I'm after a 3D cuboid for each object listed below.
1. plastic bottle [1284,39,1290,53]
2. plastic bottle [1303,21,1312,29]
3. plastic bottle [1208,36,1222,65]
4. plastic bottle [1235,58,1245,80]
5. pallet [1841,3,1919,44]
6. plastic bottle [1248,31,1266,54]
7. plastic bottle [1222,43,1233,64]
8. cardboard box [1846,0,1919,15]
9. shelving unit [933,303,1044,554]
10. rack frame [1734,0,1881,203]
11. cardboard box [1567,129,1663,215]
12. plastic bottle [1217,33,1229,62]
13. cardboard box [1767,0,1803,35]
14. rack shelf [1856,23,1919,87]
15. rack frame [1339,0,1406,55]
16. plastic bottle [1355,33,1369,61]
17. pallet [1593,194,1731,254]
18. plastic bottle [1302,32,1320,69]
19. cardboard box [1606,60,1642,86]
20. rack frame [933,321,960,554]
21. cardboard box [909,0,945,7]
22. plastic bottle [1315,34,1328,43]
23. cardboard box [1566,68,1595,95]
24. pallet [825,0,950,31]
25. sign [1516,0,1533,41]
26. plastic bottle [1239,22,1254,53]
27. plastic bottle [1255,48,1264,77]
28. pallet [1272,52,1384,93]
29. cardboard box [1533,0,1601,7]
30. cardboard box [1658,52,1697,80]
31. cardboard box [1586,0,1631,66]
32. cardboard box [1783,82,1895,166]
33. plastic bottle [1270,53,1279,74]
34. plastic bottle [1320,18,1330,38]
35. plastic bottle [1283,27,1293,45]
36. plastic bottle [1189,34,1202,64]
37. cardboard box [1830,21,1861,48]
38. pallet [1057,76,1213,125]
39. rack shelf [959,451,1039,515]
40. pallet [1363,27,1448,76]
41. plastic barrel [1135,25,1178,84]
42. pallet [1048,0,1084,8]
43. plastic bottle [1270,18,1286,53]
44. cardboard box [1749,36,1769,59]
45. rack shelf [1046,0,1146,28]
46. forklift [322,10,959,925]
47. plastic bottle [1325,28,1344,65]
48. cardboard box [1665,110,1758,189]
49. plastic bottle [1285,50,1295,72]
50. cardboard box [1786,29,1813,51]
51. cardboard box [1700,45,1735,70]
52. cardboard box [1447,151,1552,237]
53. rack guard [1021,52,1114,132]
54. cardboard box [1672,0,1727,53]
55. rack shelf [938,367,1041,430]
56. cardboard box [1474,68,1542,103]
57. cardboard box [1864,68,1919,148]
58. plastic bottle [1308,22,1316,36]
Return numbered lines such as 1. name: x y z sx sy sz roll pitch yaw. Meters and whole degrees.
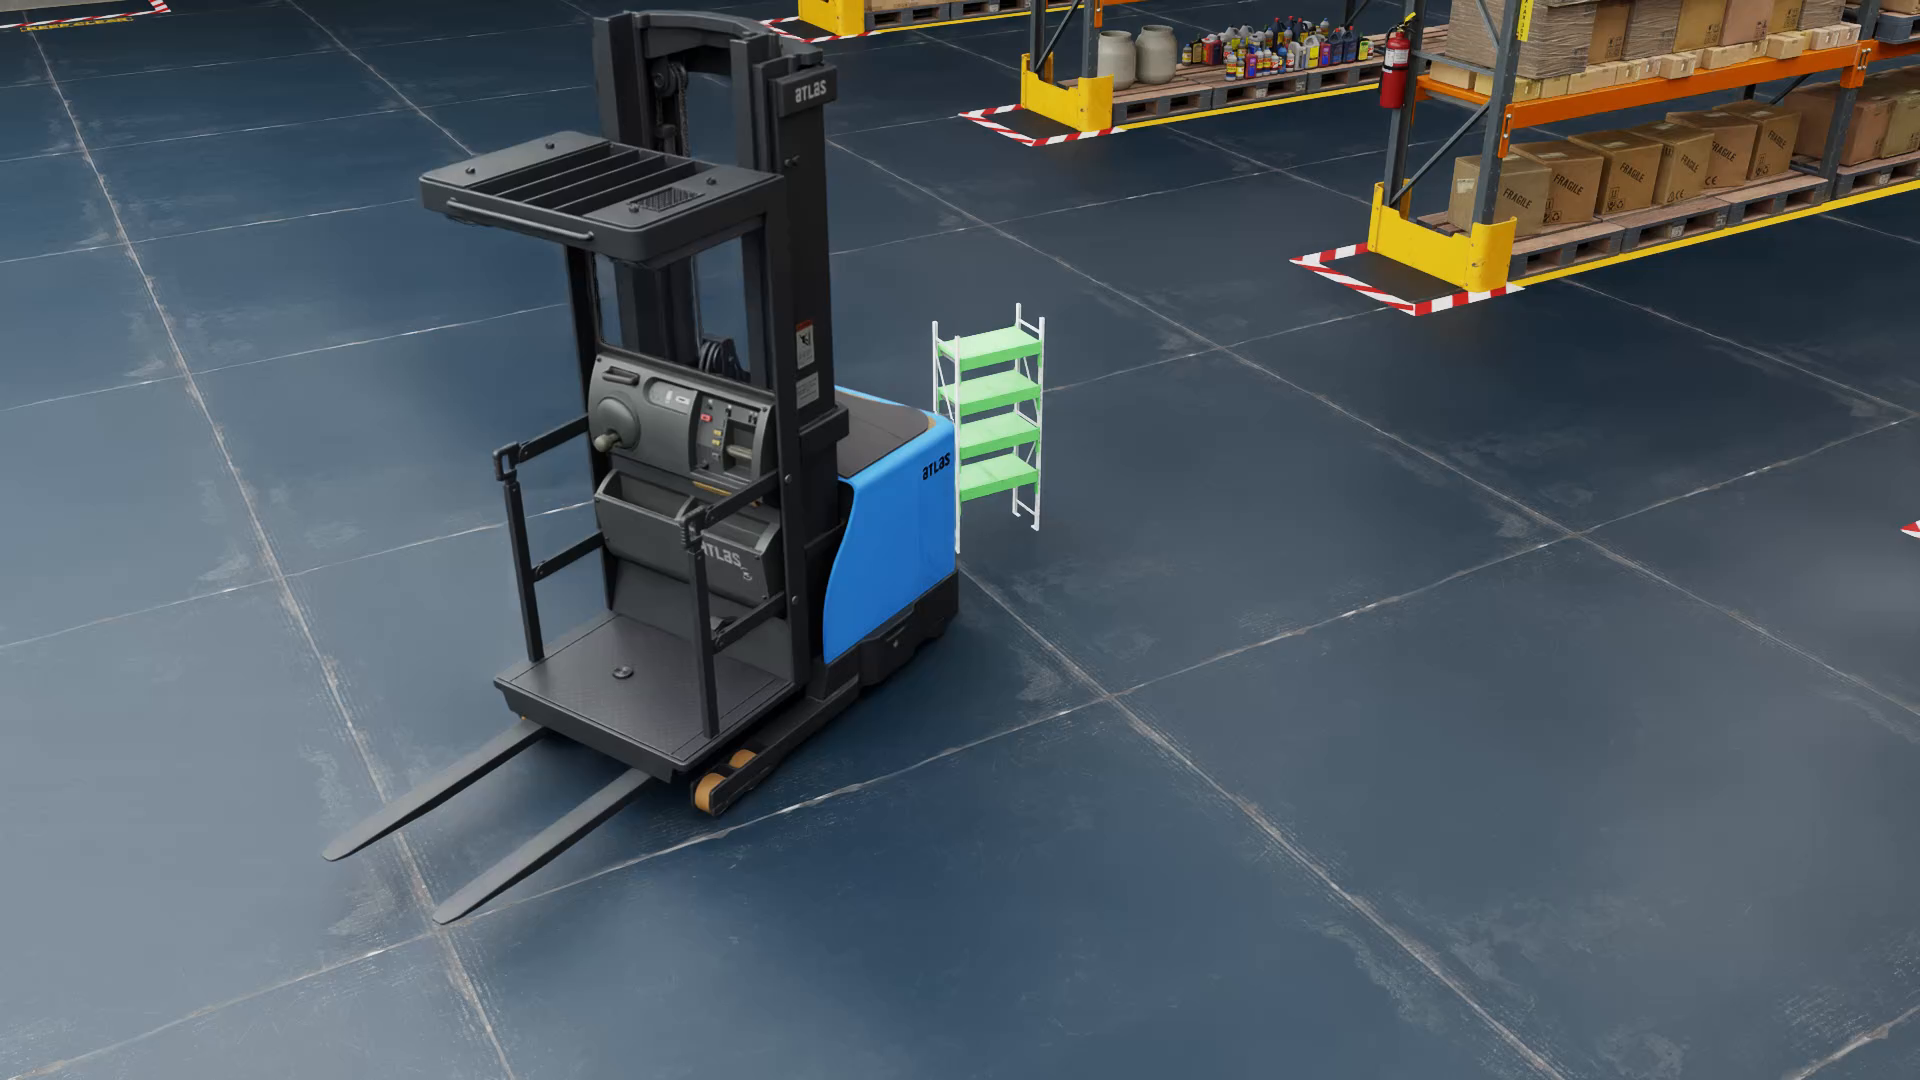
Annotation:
1. plastic bottle: 3.384 -4.997 17.056 0.133 0.283 0.061 -16 33 -26
2. plastic bottle: 3.672 -5.405 17.804 0.135 0.276 0.152 -15 32 -25
3. plastic bottle: 2.632 -5.054 17.159 0.133 0.283 0.061 -16 33 -26
4. plastic bottle: 2.796 -4.719 16.637 0.097 0.201 0.097 0 29 0
5. pallet: 7.676 -4.370 13.763 1.213 0.211 1.003 -16 33 -26
6. plastic bottle: 3.095 -5.161 17.361 0.135 0.276 0.152 -16 33 -26
7. plastic bottle: 2.777 -5.049 17.234 0.097 0.201 0.097 0 29 0
8. cardboard box: 7.699 -4.911 13.488 1.000 1.000 1.000 -16 33 -26
9. shelving unit: 0.143 -0.566 8.534 0.503 1.200 0.258 -16 33 -26
10. rack frame: 6.943 -4.328 13.488 0.127 3.000 1.000 -16 33 -26
11. cardboard box: 5.089 -2.890 13.035 0.500 0.500 0.500 -13 31 -22
12. plastic bottle: 2.697 -5.129 17.302 0.135 0.276 0.152 -17 33 -28
13. cardboard box: 6.075 -4.310 13.044 0.500 0.500 0.875 -16 33 -26
14. rack shelf: 8.667 -4.503 14.549 4.000 0.370 1.077 -16 33 -26
15. rack frame: 4.434 -6.391 17.227 0.127 3.000 1.000 -16 33 -26
16. plastic bottle: 4.186 -5.139 17.314 0.133 0.283 0.061 -14 32 -24
17. pallet: 5.329 -2.627 13.292 1.213 0.211 1.003 -16 33 -26
18. plastic bottle: 3.581 -5.020 17.029 0.185 0.351 0.144 -16 33 -27
19. cardboard box: 4.734 -3.446 12.149 0.250 0.149 0.380 -16 33 -26
20. rack frame: -0.068 -0.506 8.425 0.015 1.200 0.240 -16 33 -26
21. cardboard box: -0.517 -6.619 20.050 0.500 0.250 0.500 -16 33 -26
22. plastic bottle: 3.762 -5.122 17.291 0.135 0.276 0.152 -16 33 -26
23. cardboard box: 4.309 -3.317 11.917 0.250 0.149 0.380 -16 33 -26
24. pallet: -0.883 -6.460 20.238 1.213 0.211 1.003 -16 33 -26
25. sign: 3.769 -3.502 11.095 0.005 0.325 0.100 -16 33 -26
26. plastic bottle: 2.998 -5.249 17.443 0.185 0.351 0.144 -16 33 -27
27. plastic bottle: 3.002 -4.808 16.726 0.097 0.271 0.097 0 29 0
28. pallet: 3.834 -5.023 17.634 1.213 0.211 1.003 -16 33 -26
29. cardboard box: 4.107 -3.982 11.414 0.500 0.500 0.500 -16 33 -26
30. cardboard box: 5.203 -3.536 12.313 0.250 0.149 0.380 -16 33 -26
31. cardboard box: 4.353 -3.818 12.153 0.500 0.500 0.875 -16 33 -26
32. cardboard box: 7.483 -3.567 14.242 0.500 0.500 0.700 -19 34 -30
33. plastic bottle: 3.173 -4.826 16.831 0.097 0.201 0.097 0 29 0
34. plastic bottle: 3.937 -5.494 17.969 0.097 0.271 0.097 0 29 0
35. plastic bottle: 3.464 -5.279 17.579 0.097 0.271 0.097 0 29 0
36. plastic bottle: 2.438 -5.084 17.214 0.133 0.283 0.061 -15 32 -25
37. cardboard box: 6.907 -4.043 13.231 0.250 0.149 0.380 -16 33 -26
38. pallet: 1.730 -4.426 16.552 1.213 0.211 1.003 -16 33 -26
39. rack shelf: 0.143 -0.300 8.680 0.480 0.148 0.258 -16 33 -26
40. pallet: 5.091 -5.379 18.278 1.213 0.211 1.003 -16 33 -26
41. plastic barrel: 1.946 -4.822 16.524 0.421 0.512 0.421 0 29 0
42. pallet: 1.221 -7.058 21.320 1.213 0.211 1.003 -16 33 -26
43. plastic bottle: 3.365 -5.353 17.632 0.185 0.351 0.144 -17 33 -28
44. cardboard box: 5.999 -3.836 12.856 0.250 0.149 0.380 -16 33 -26
45. rack shelf: 2.710 -5.587 16.513 4.000 0.370 1.077 -16 33 -26
46. forklift: -1.247 -0.434 6.503 1.130 2.935 3.031 18 34 29
47. plastic bottle: 3.859 -5.099 17.172 0.185 0.351 0.144 -18 33 -29
48. cardboard box: 6.088 -3.193 13.583 0.500 0.500 0.500 -6 29 -11
49. plastic bottle: 3.351 -4.876 16.923 0.097 0.201 0.097 0 29 0
50. cardboard box: 6.440 -3.949 13.062 0.250 0.149 0.380 -16 33 -26
51. cardboard box: 5.606 -3.682 12.577 0.250 0.149 0.380 -16 33 -26
52. cardboard box: 4.041 -2.584 12.480 0.500 0.500 0.500 -10 30 -17
53. rack guard: 1.027 -4.356 16.126 0.348 0.500 1.175 -16 33 -26
54. cardboard box: 5.243 -4.040 12.555 0.500 0.500 0.875 -16 33 -26
55. rack shelf: 0.143 -0.720 8.448 0.480 0.148 0.258 -16 33 -26
56. cardboard box: 3.861 -3.209 11.721 0.250 0.149 0.380 -16 33 -26
57. cardboard box: 8.386 -3.814 14.687 0.500 0.500 0.700 -19 34 -30
58. plastic bottle: 3.727 -5.364 17.722 0.133 0.283 0.061 -16 33 -26
